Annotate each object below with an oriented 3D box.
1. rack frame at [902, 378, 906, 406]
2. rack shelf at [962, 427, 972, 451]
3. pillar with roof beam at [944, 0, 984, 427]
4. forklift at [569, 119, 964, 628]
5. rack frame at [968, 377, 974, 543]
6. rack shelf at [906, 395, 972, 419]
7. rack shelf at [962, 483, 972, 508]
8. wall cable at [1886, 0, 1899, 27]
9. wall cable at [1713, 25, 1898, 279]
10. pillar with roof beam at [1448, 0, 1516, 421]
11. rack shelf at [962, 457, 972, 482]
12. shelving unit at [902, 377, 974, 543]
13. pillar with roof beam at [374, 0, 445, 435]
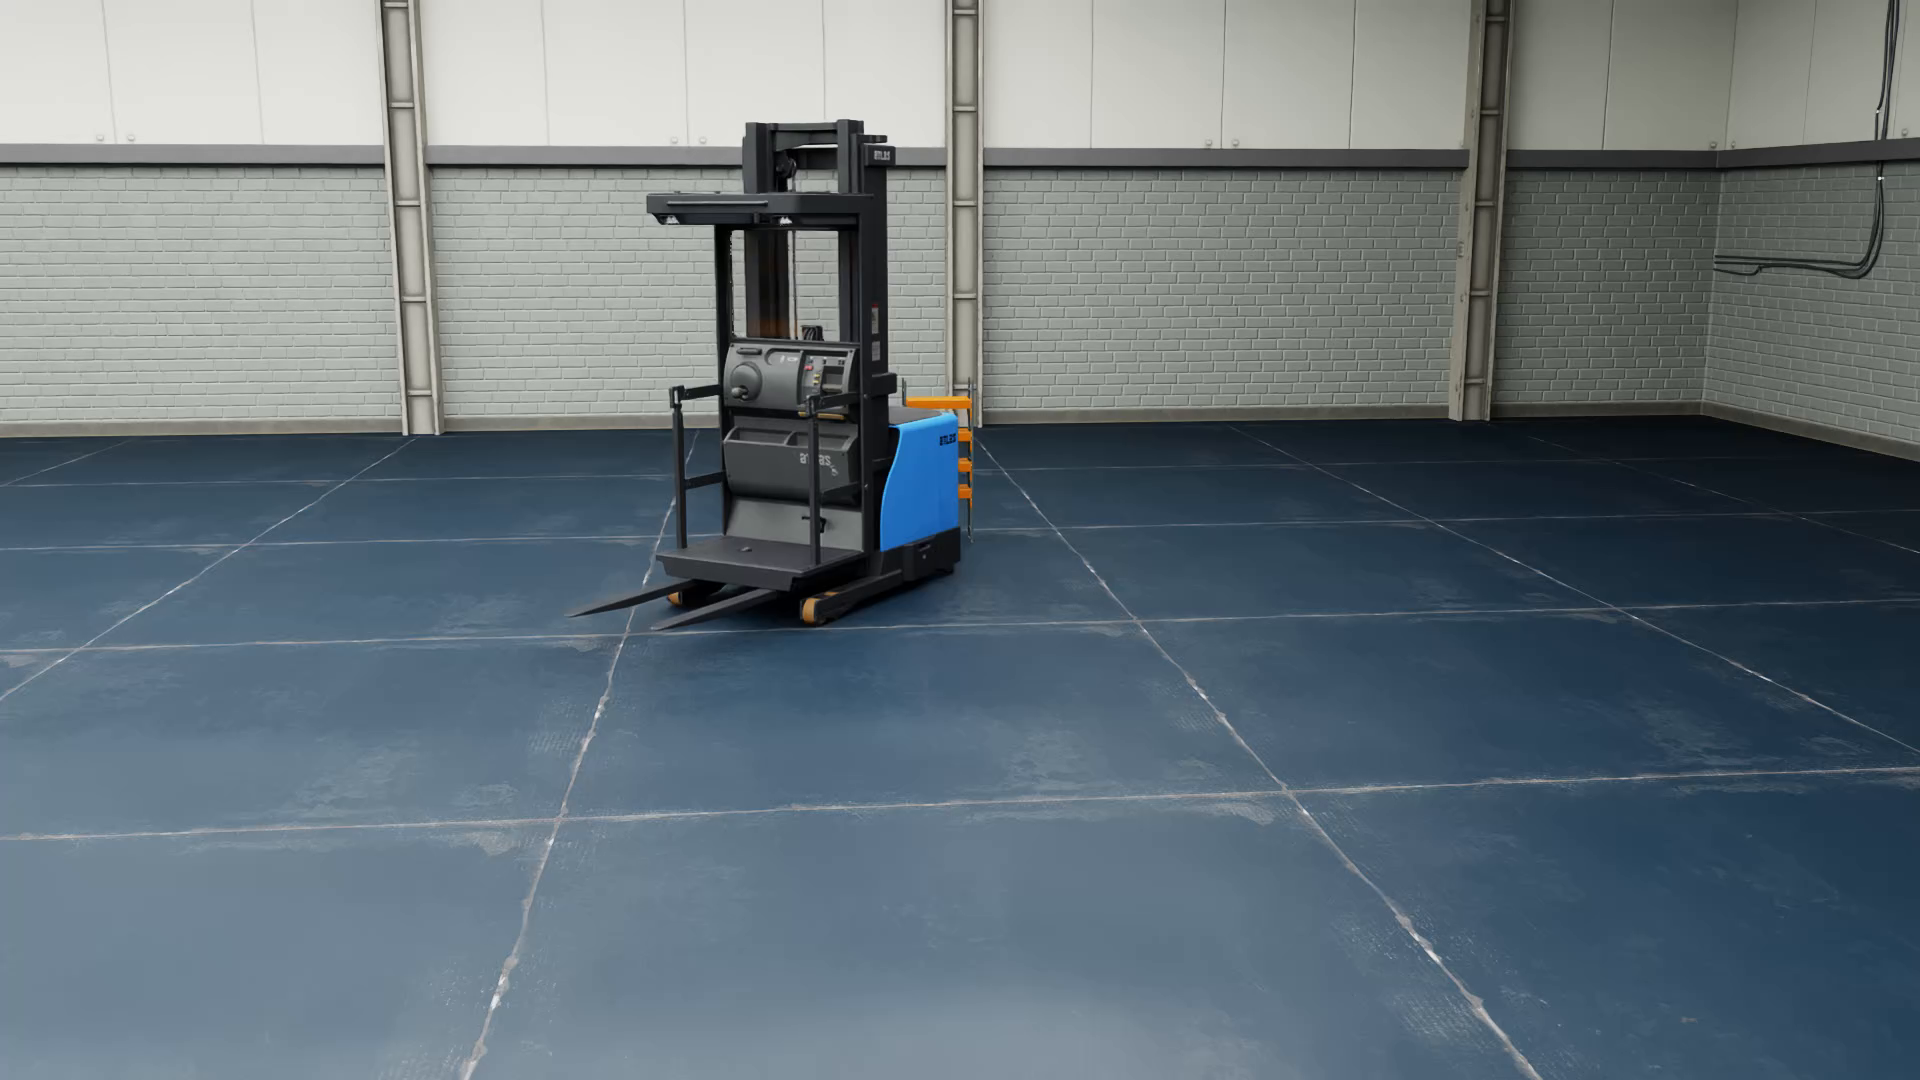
[{"bbox_3d":[-0.407,-0.580,12.209,0.015,1.200,0.240,-1,11,-6],"label":"rack frame"},{"bbox_3d":[-0.165,-0.739,12.205,0.480,0.148,0.258,-1,11,-6],"label":"rack shelf"},{"bbox_3d":[0.509,-4.895,13.939,0.400,9.000,9.100,-1,11,-6],"label":"pillar with roof beam"},{"bbox_3d":[-1.128,-1.041,10.066,1.130,2.935,3.031,6,13,29],"label":"forklift"},{"bbox_3d":[0.078,-0.590,12.261,0.015,1.200,0.240,-1,11,-6],"label":"rack frame"},{"bbox_3d":[-0.165,-0.971,12.159,0.480,0.148,0.258,-1,11,-6],"label":"rack shelf"},{"bbox_3d":[-0.165,-0.324,12.286,0.480,0.148,0.258,-1,11,-6],"label":"rack shelf"},{"bbox_3d":[9.373,-6.089,14.970,0.112,2.526,3.097,-1,11,-6],"label":"wall cable"},{"bbox_3d":[9.081,-4.130,18.096,0.112,2.526,3.097,-1,11,-6],"label":"wall cable"},{"bbox_3d":[6.474,-5.020,14.575,0.400,9.000,9.100,-1,11,-6],"label":"pillar with roof beam"},{"bbox_3d":[-0.165,-0.519,12.248,0.480,0.148,0.258,-1,11,-6],"label":"rack shelf"},{"bbox_3d":[-0.165,-0.585,12.235,0.503,1.200,0.258,-1,11,-6],"label":"shelving unit"},{"bbox_3d":[-5.456,-4.770,13.304,0.400,9.000,9.100,-1,11,-6],"label":"pillar with roof beam"}]
